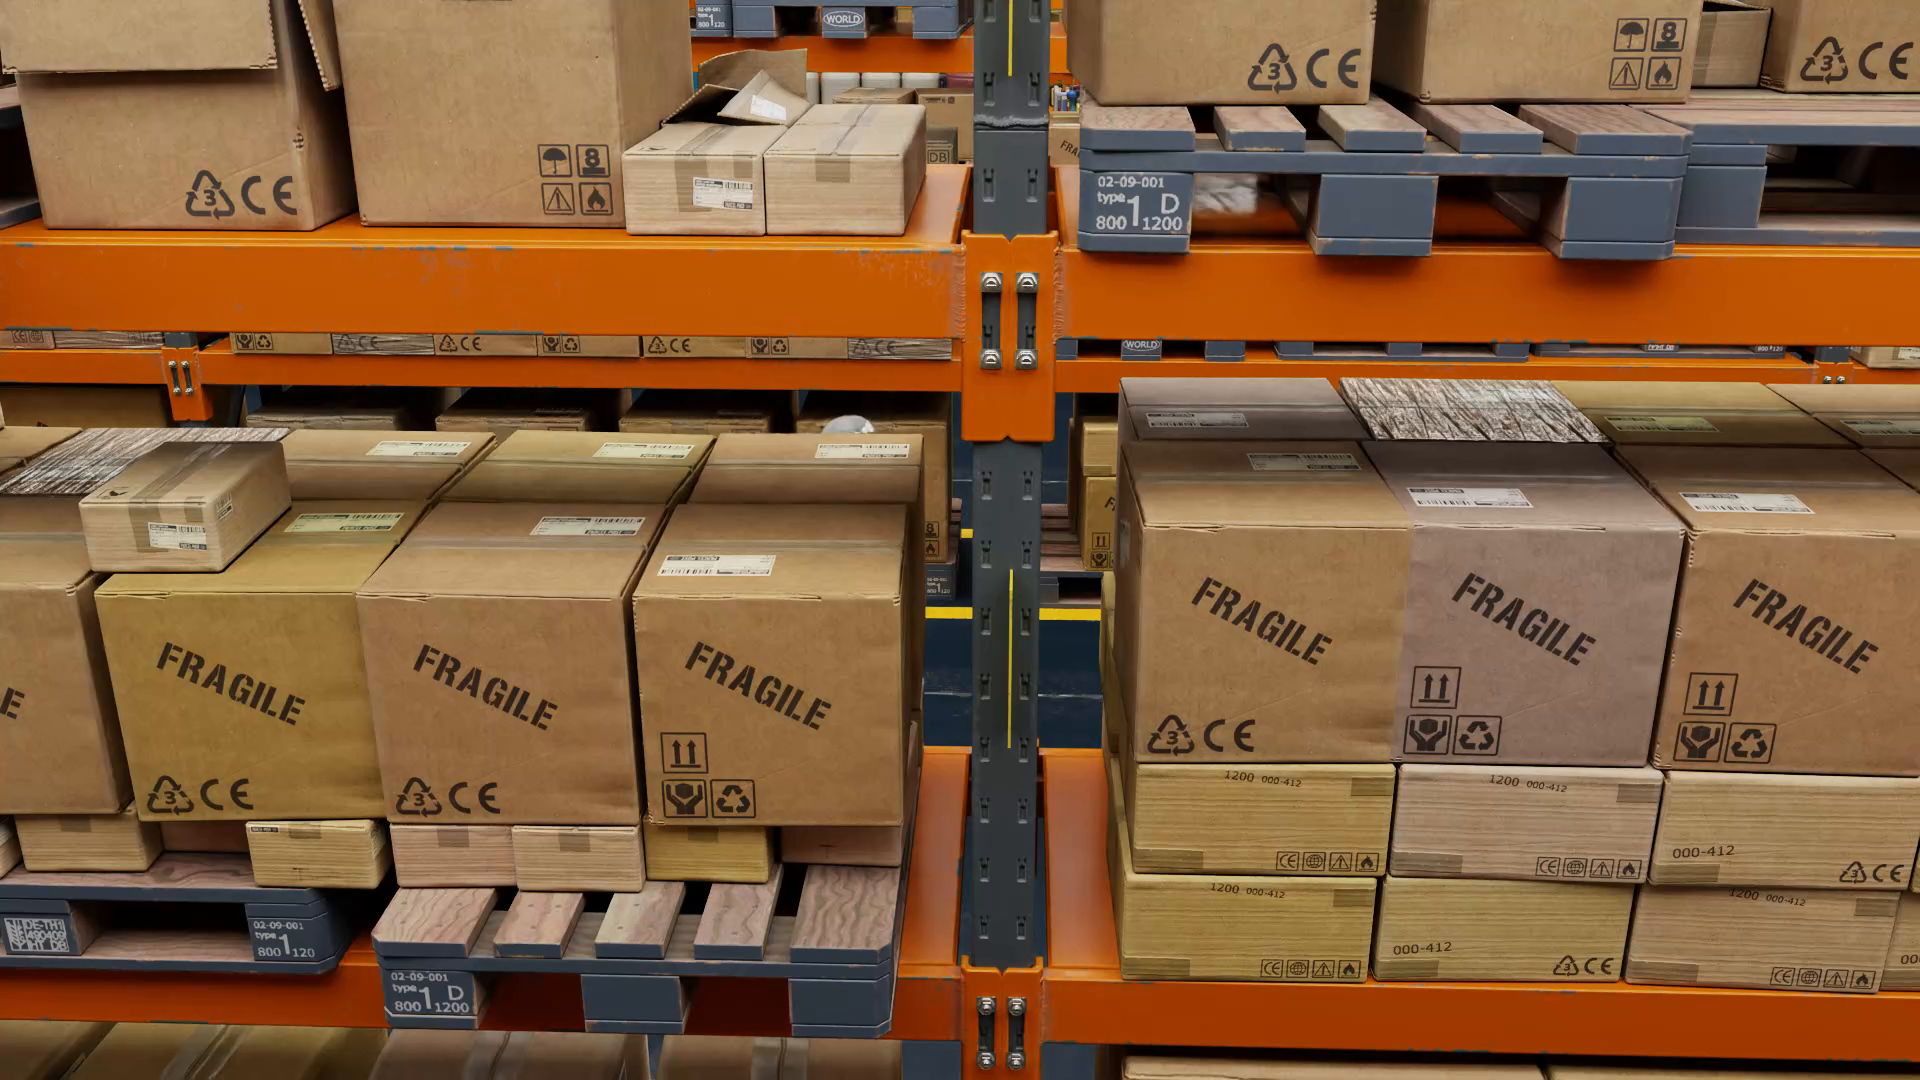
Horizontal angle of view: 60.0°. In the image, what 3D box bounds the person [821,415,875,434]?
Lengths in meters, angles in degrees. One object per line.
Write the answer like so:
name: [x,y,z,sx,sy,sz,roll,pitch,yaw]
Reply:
person: [-0.522,0.342,6.177,0.572,1.656,0.557,7,22,17]
